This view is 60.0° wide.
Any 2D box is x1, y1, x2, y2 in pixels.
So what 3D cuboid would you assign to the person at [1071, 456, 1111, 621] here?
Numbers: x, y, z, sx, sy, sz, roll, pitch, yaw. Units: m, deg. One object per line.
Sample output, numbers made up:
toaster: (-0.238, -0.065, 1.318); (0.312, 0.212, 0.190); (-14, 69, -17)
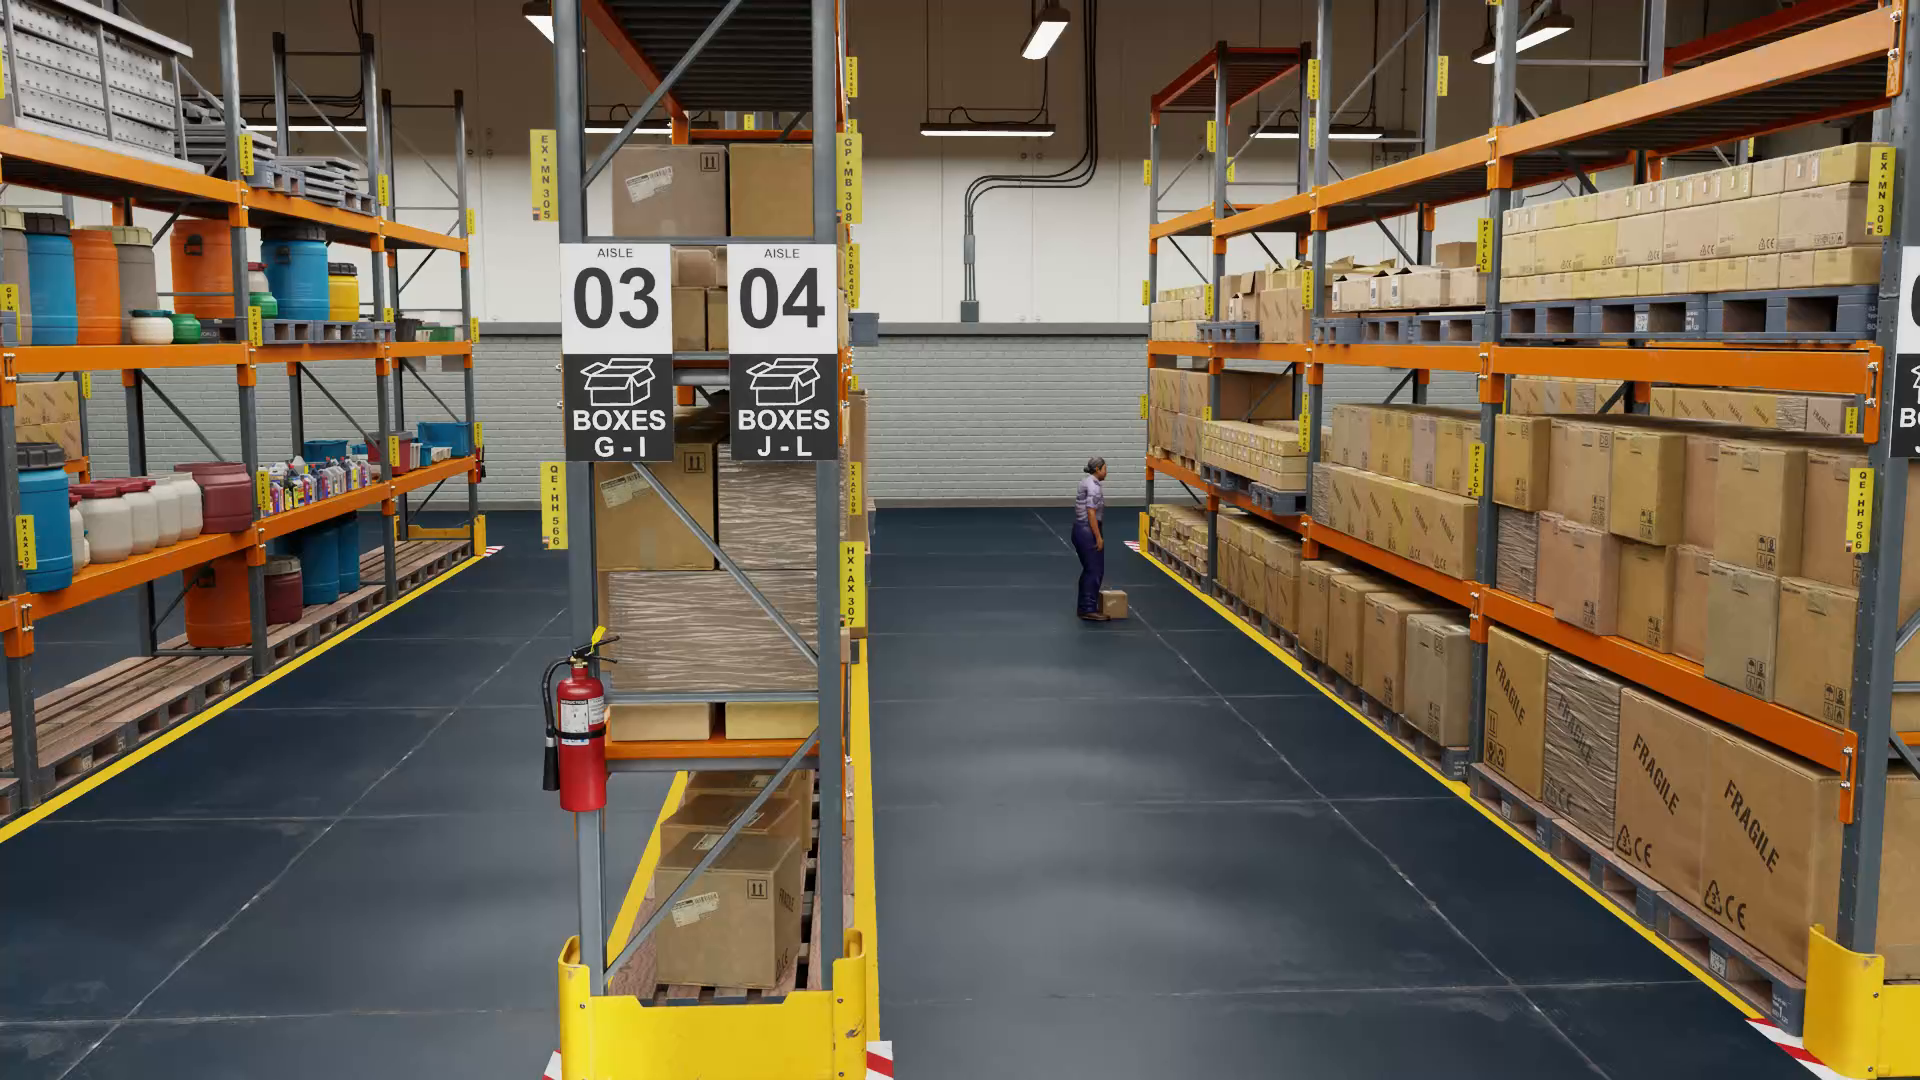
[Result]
person: (1.336, -0.029, 17.015); (0.366, 1.652, 0.560); (-1, 7, -6)
